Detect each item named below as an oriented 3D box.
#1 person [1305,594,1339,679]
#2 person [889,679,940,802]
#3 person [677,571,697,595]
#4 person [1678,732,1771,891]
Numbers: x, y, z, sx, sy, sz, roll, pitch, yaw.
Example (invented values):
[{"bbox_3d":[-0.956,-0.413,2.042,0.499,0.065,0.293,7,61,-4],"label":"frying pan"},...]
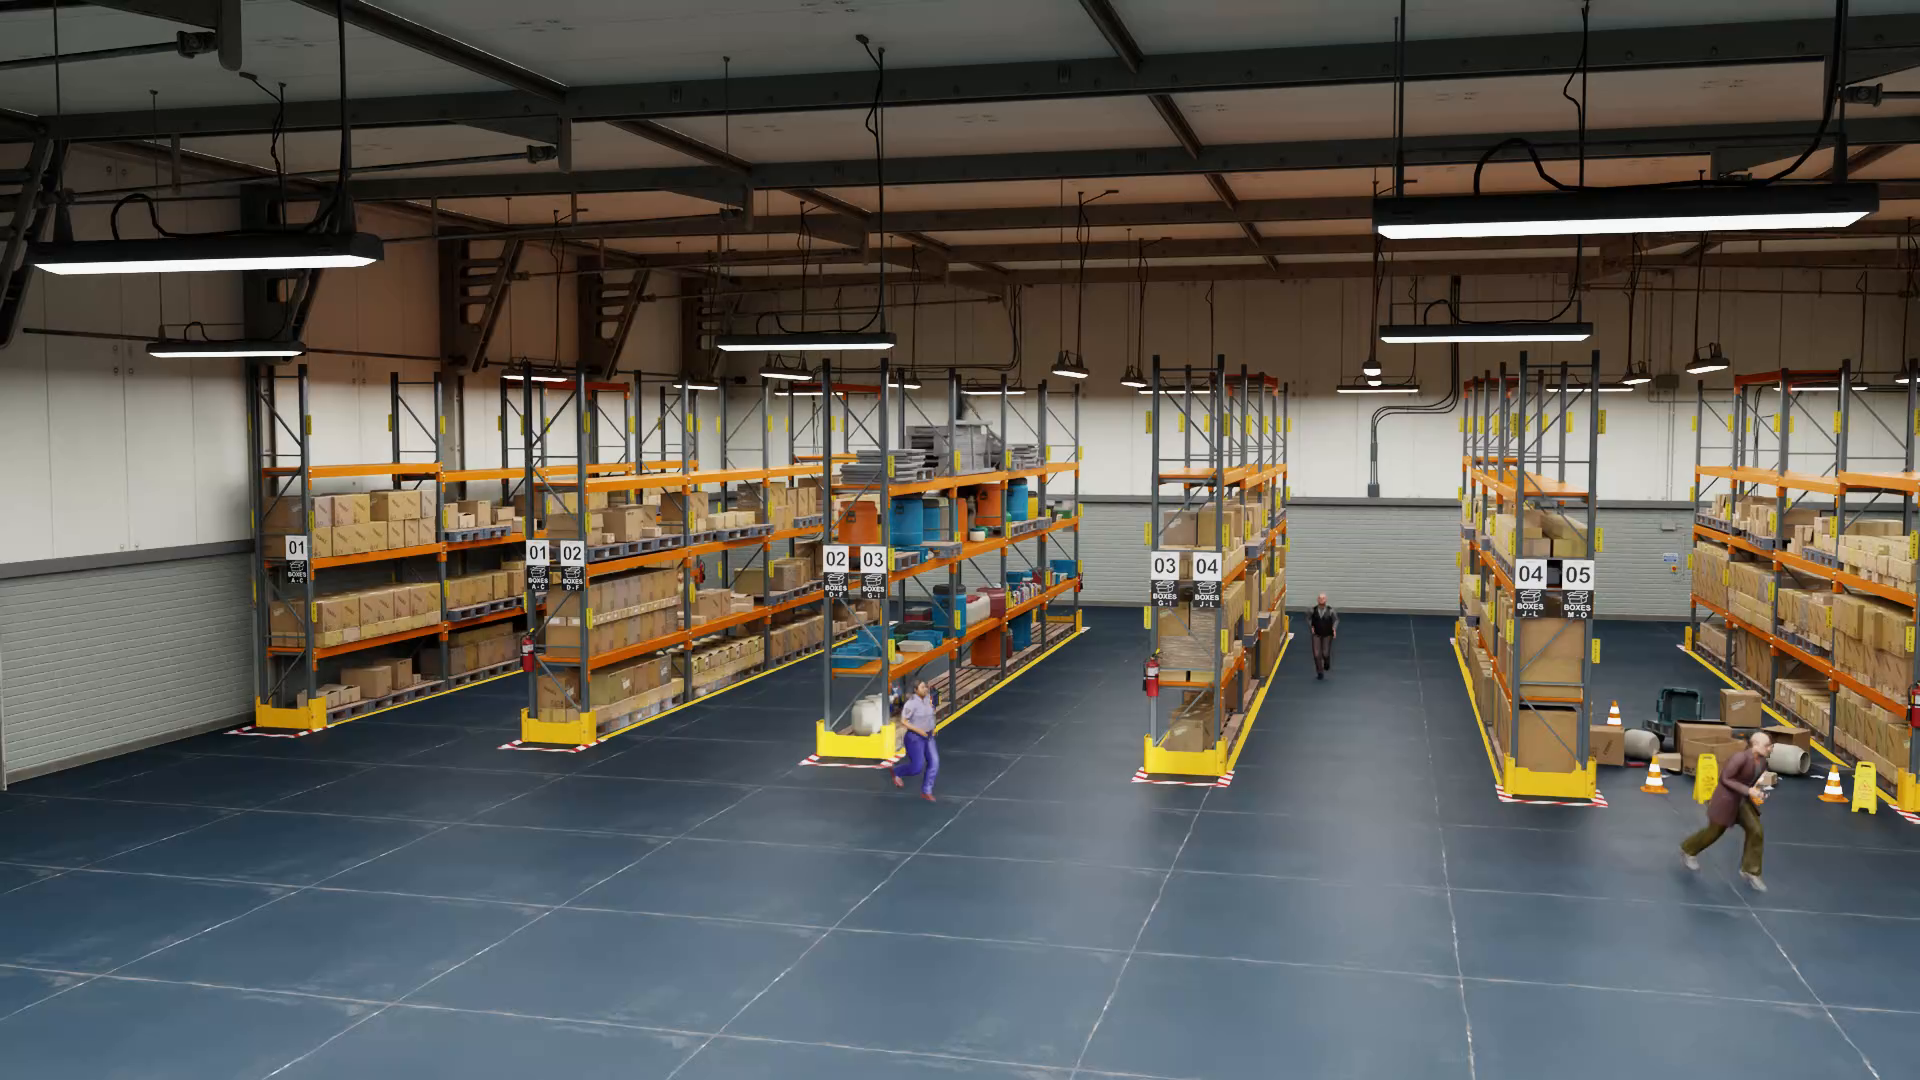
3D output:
[{"bbox_3d":[7.164,1.904,32.924,0.661,1.680,0.585,1,4,16],"label":"person"},{"bbox_3d":[-0.585,2.682,22.303,0.750,1.646,0.616,3,5,38],"label":"person"},{"bbox_3d":[-6.424,1.530,38.640,0.592,1.633,0.619,1,4,14],"label":"person"},{"bbox_3d":[8.412,2.919,18.287,0.755,1.743,1.064,-3,5,-35],"label":"person"}]
